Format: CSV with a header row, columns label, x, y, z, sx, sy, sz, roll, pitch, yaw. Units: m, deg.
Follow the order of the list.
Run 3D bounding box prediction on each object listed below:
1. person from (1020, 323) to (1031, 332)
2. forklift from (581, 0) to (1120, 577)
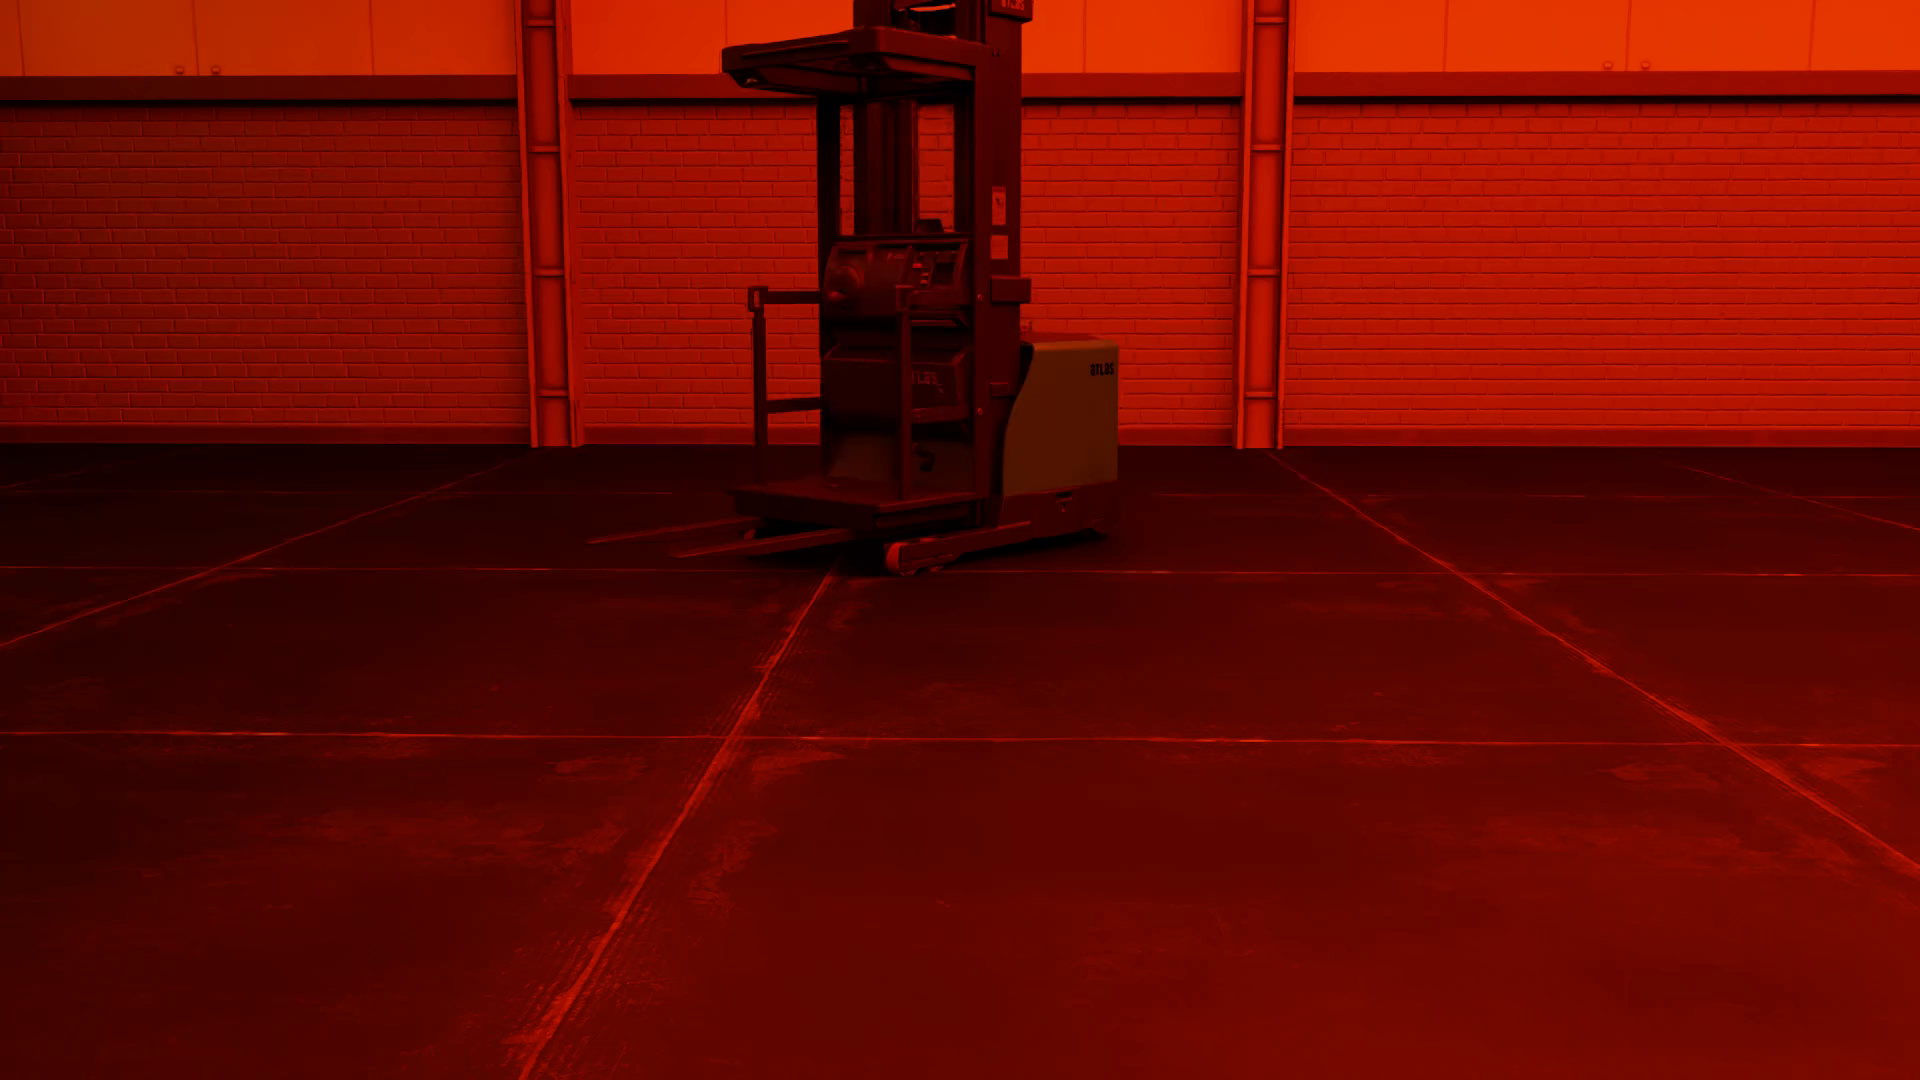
label,x,y,z,sx,sy,sz,roll,pitch,yaw
person,0.170,-0.935,10.135,0.803,1.520,0.747,0,9,1
forklift,-0.464,-1.359,8.192,1.130,2.935,3.031,7,11,40
